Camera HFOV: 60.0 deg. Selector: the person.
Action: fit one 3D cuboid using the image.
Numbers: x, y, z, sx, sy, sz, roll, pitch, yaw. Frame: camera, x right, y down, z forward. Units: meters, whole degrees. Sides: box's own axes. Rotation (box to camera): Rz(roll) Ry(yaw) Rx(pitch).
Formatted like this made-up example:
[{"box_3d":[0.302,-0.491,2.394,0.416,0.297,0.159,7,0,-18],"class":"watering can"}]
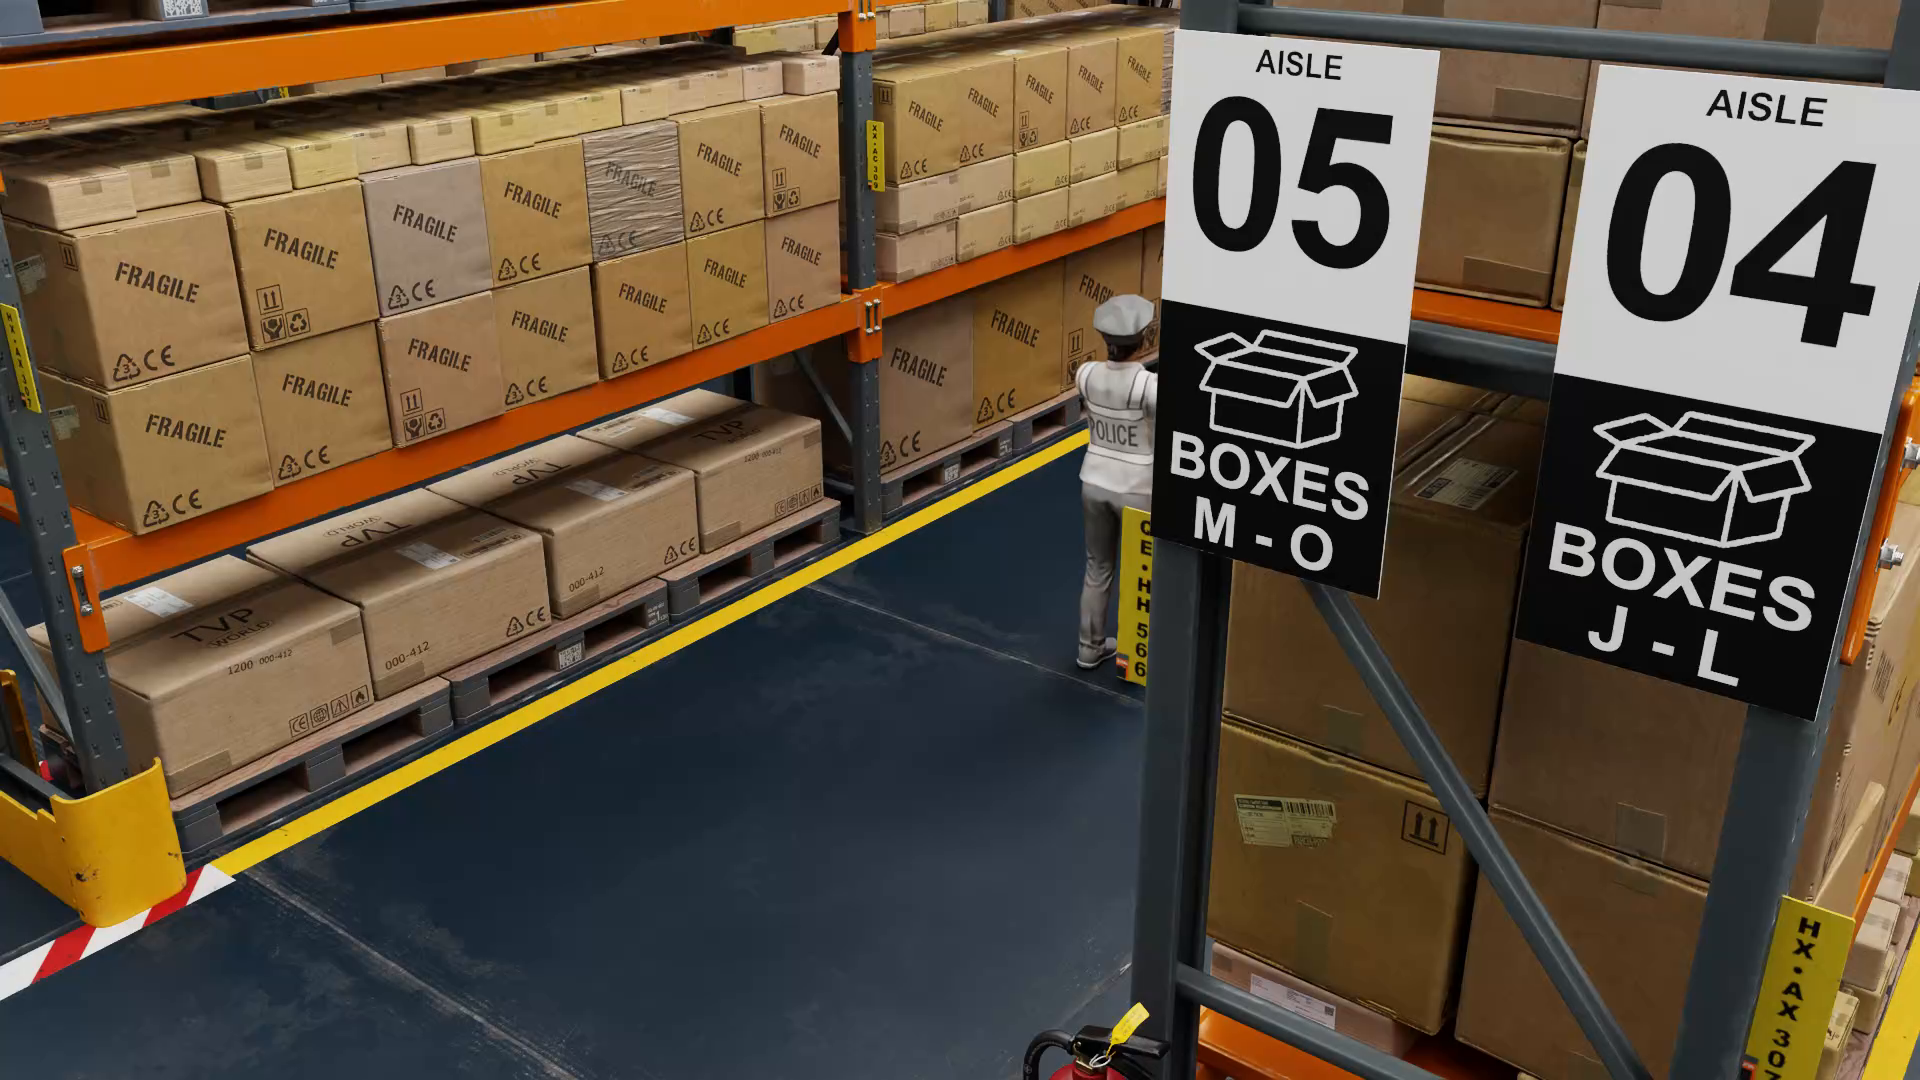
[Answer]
[{"box_3d":[0.745,-0.234,7.108,0.435,1.691,0.525,16,29,33],"class":"person"}]
